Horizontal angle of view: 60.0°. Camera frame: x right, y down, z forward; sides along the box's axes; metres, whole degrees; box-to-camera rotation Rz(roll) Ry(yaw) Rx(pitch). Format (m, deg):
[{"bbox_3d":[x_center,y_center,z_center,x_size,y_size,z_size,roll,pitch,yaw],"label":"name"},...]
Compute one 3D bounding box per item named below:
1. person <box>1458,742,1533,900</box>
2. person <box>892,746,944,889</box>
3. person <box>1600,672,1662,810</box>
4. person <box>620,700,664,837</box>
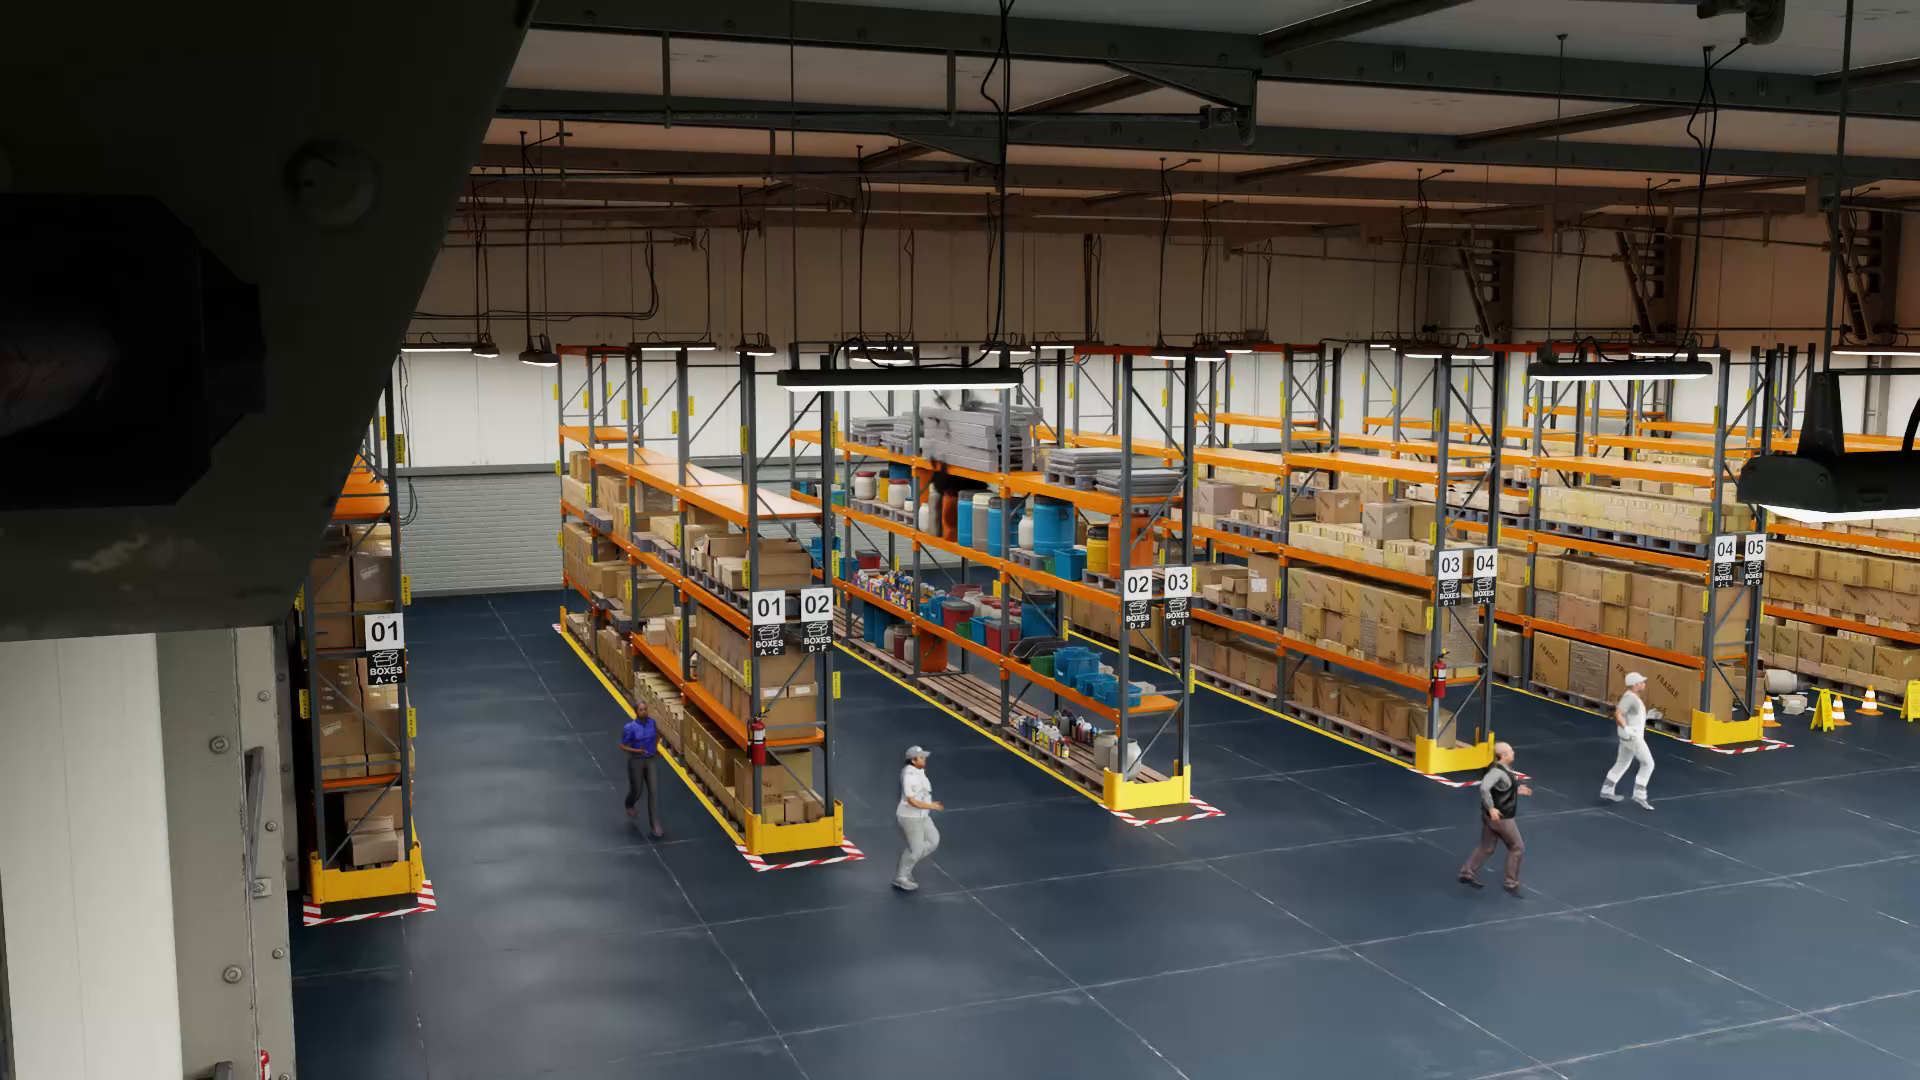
[{"bbox_3d":[6.008,3.134,18.618,0.783,1.782,0.642,1,7,4],"label":"person"},{"bbox_3d":[-0.467,3.132,18.877,0.594,1.636,0.644,1,7,7],"label":"person"},{"bbox_3d":[8.908,2.657,22.027,0.727,1.837,0.645,2,7,13],"label":"person"},{"bbox_3d":[-4.007,2.839,20.986,0.579,1.657,0.923,-5,9,-32],"label":"person"}]
